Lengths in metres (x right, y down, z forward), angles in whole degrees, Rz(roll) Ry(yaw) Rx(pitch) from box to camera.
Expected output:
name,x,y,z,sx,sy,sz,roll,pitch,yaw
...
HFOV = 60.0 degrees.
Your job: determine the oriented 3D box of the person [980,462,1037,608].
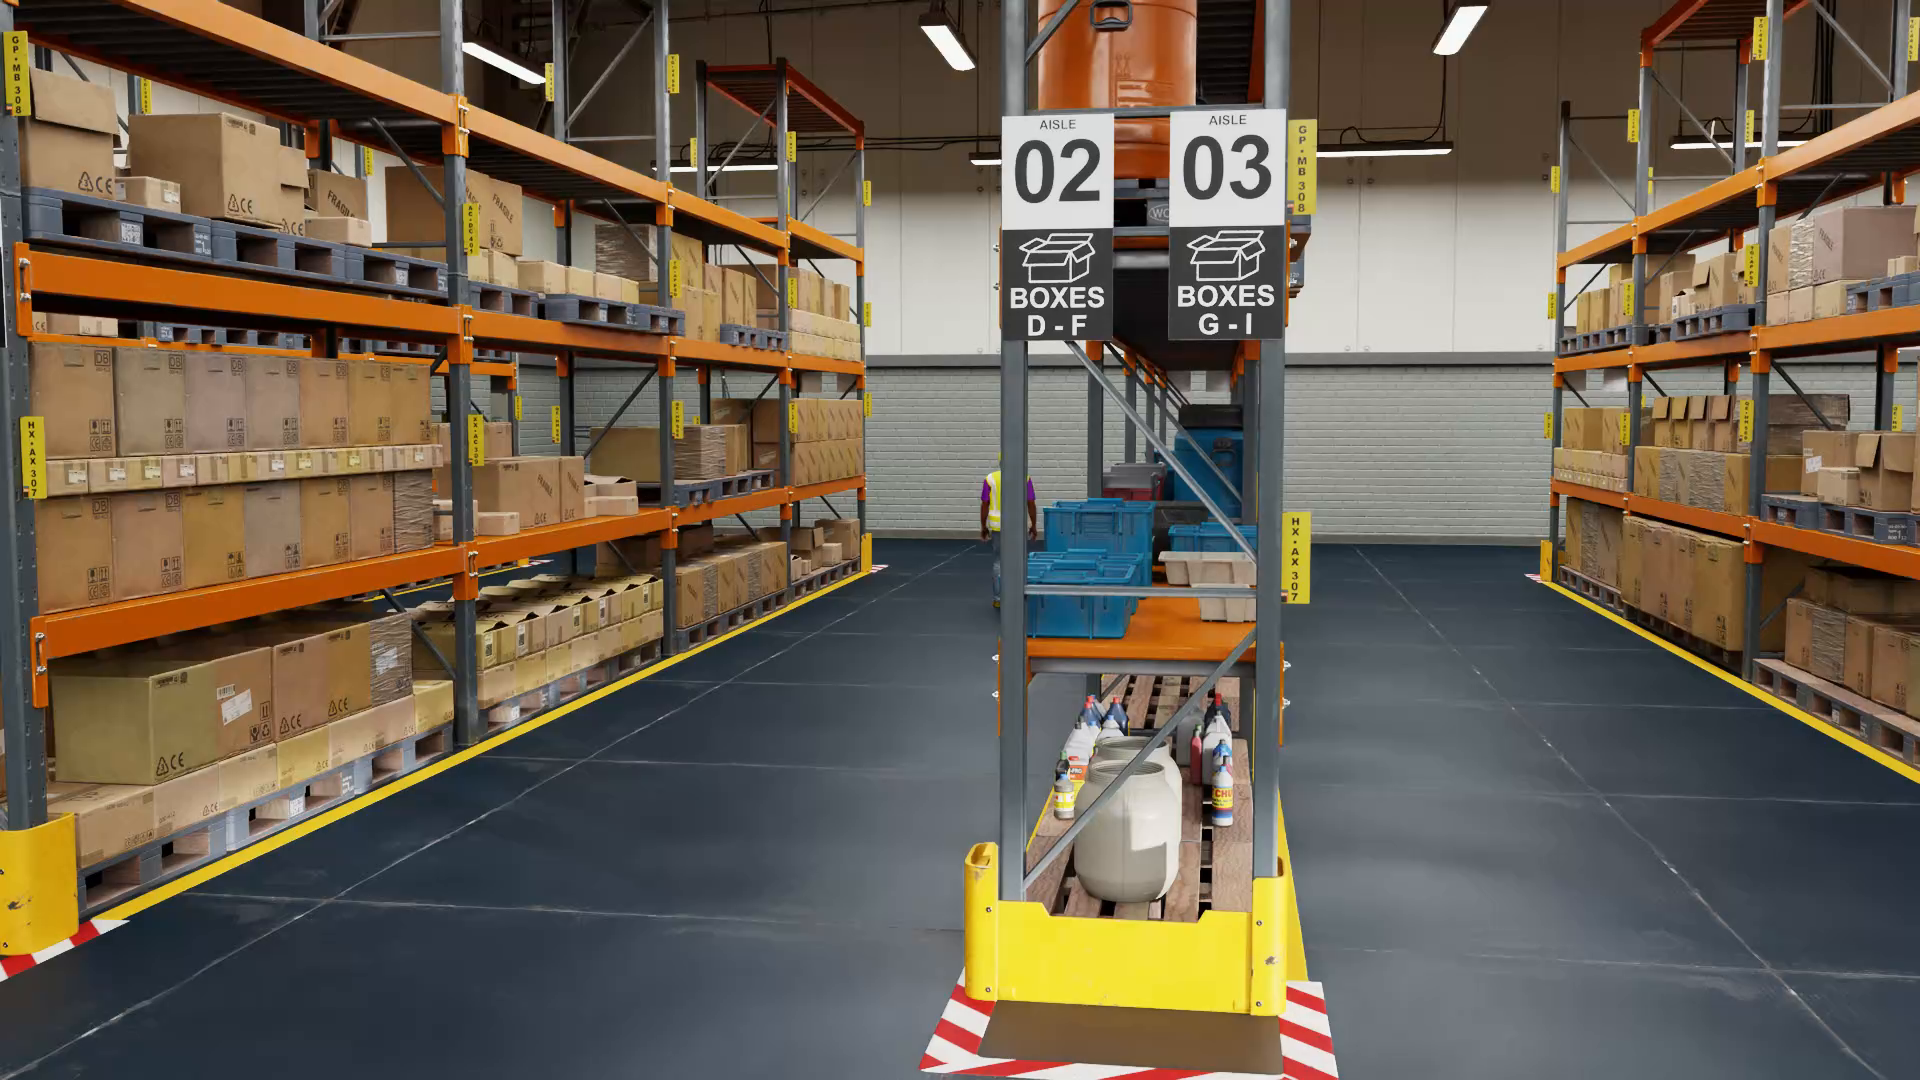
name,x,y,z,sx,sy,sz,roll,pitch,yaw
person,12.265,-3.881,19.745,23.604,9.002,6.255,0,4,6
